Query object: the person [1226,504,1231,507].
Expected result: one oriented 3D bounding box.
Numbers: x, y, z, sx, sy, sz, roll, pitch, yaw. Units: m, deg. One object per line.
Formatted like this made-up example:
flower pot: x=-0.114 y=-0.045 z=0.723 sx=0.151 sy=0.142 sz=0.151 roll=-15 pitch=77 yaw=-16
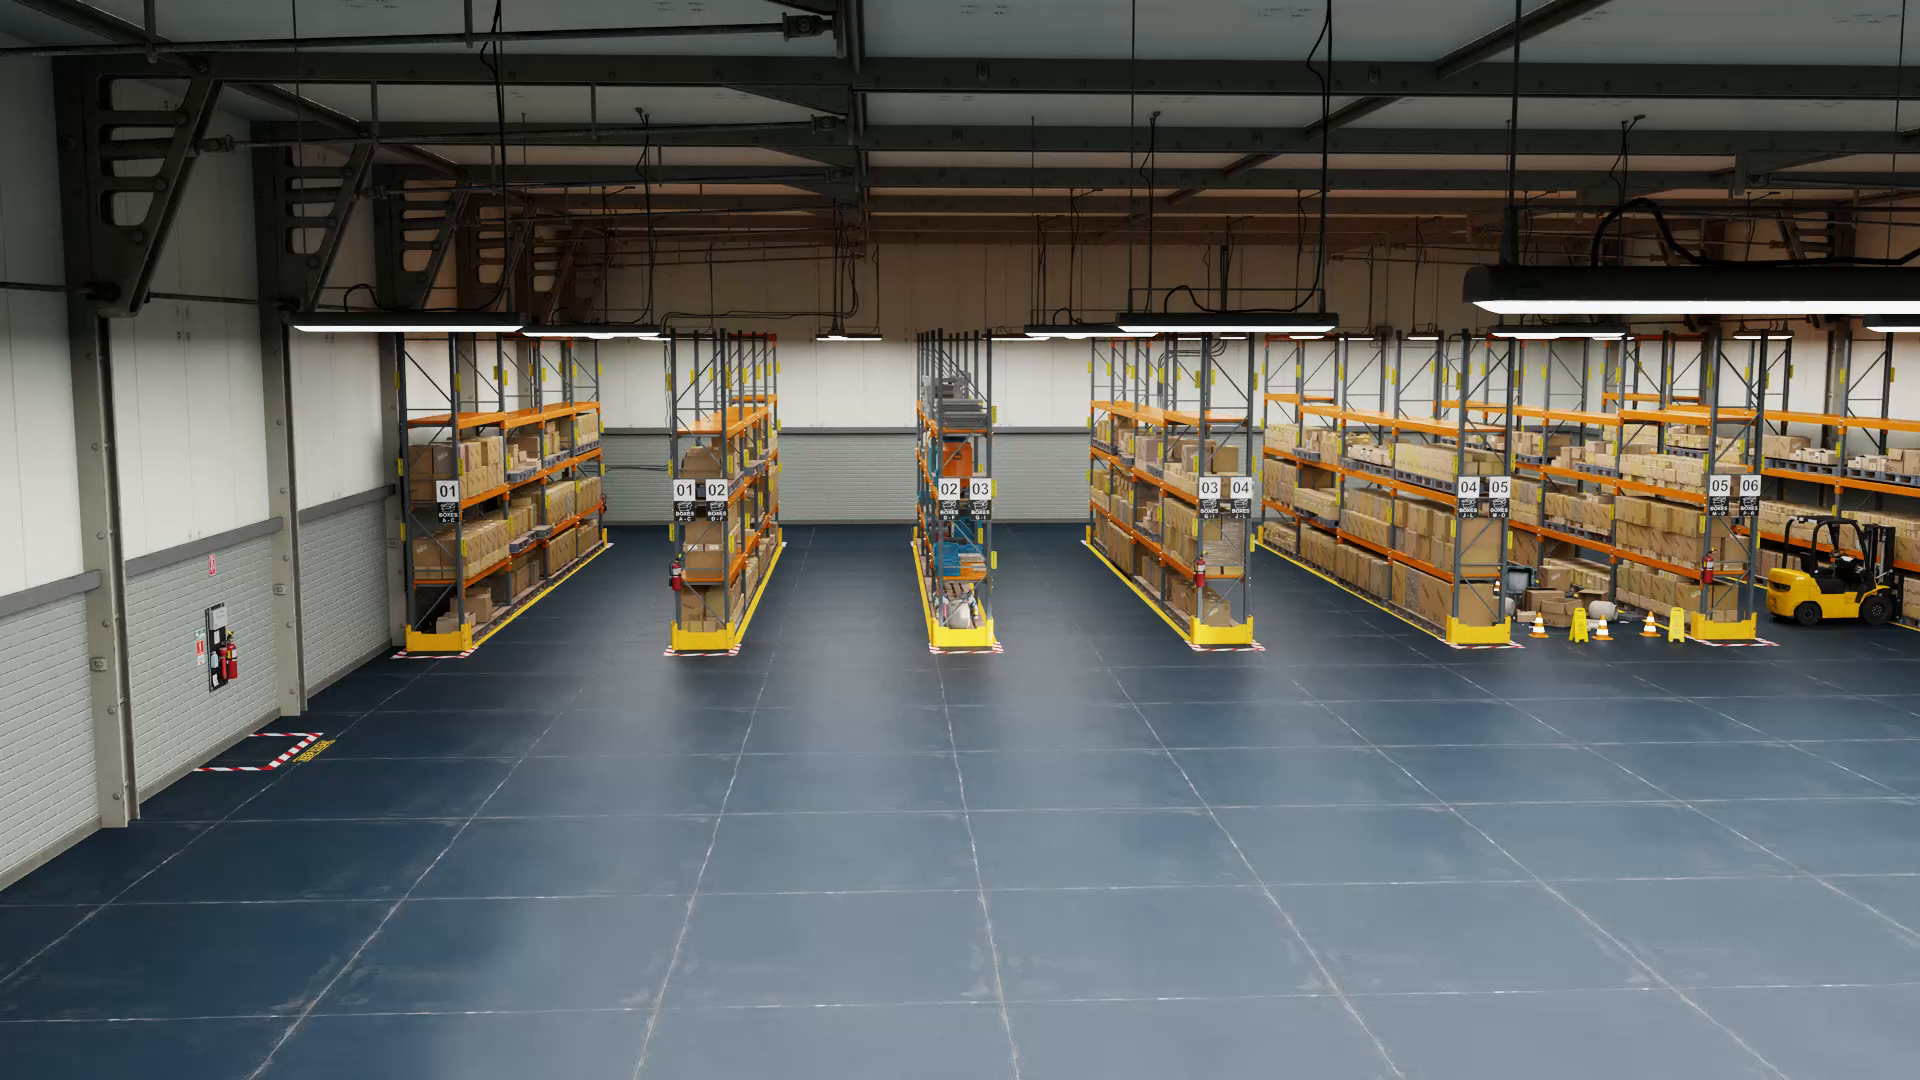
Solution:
person: x=7.511 y=-0.819 z=48.467 sx=0.847 sy=1.695 sz=0.742 roll=-6 pitch=9 yaw=-43
